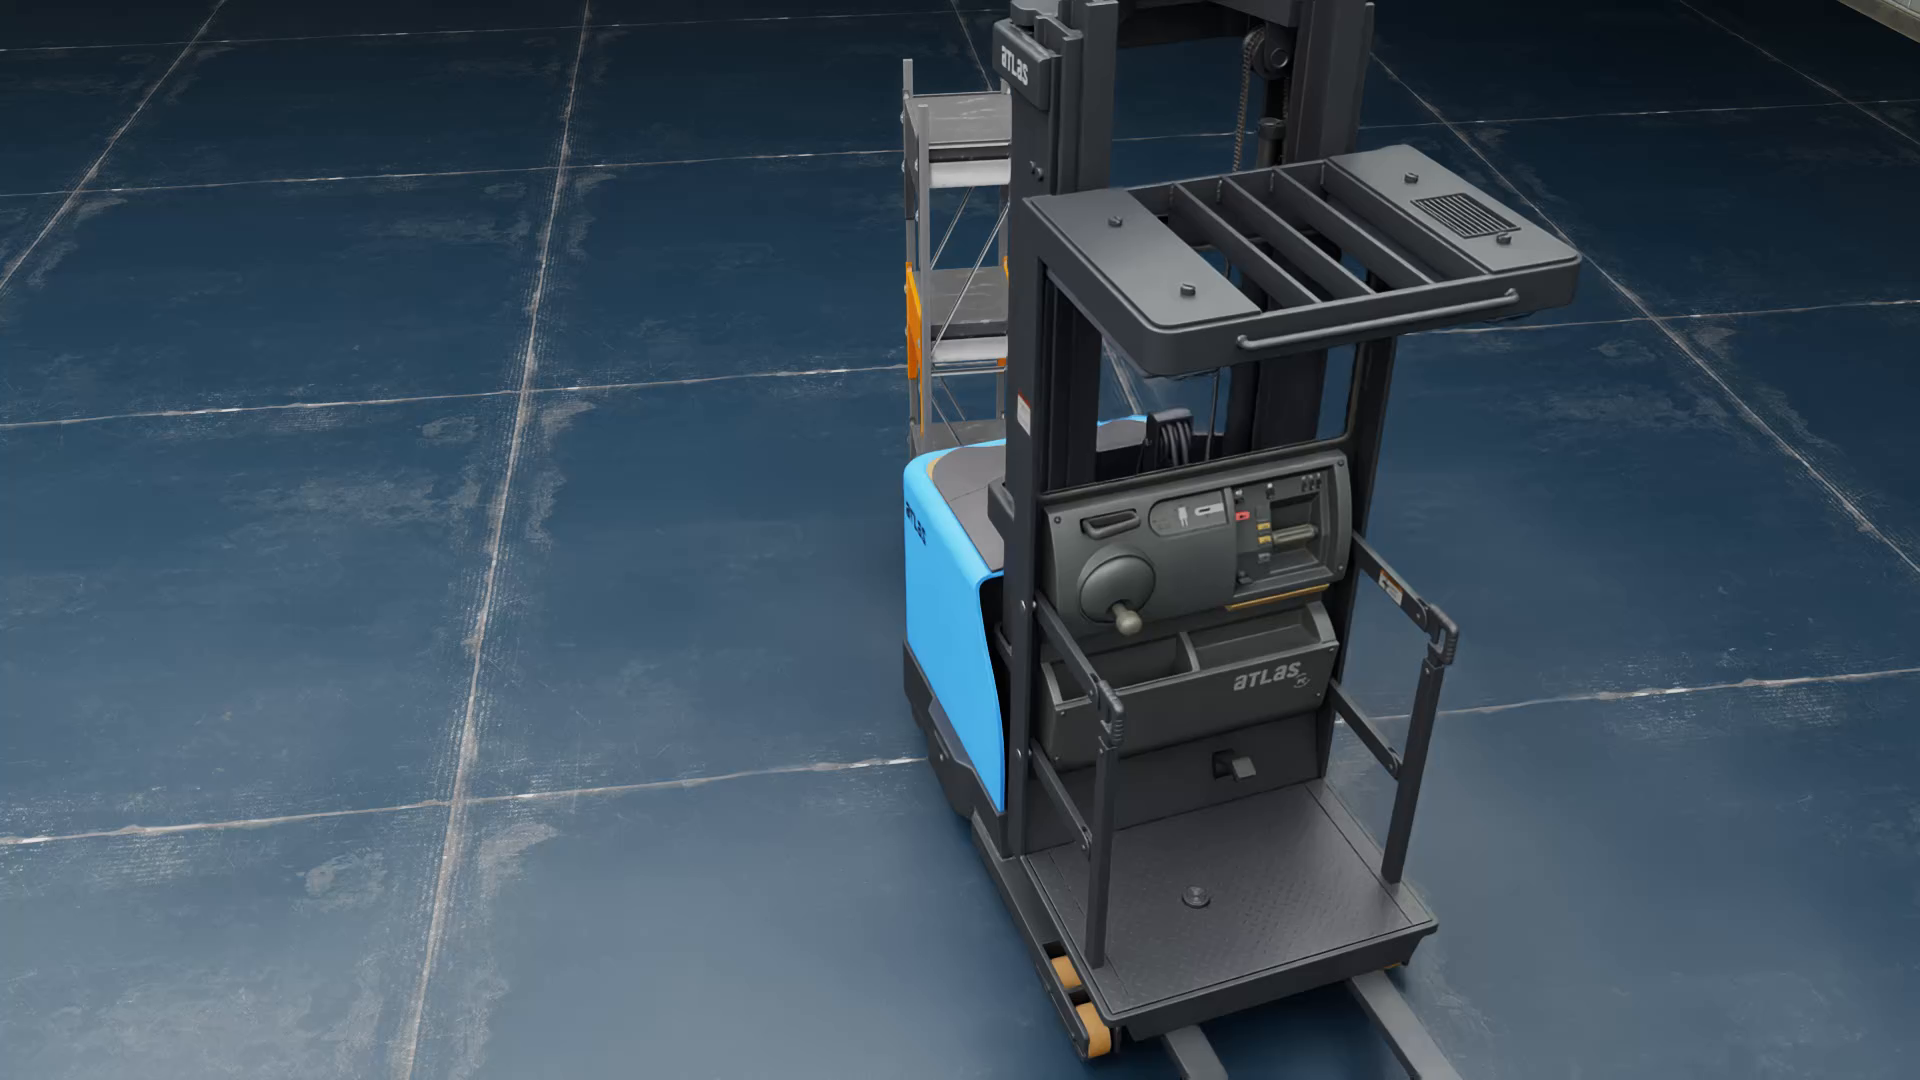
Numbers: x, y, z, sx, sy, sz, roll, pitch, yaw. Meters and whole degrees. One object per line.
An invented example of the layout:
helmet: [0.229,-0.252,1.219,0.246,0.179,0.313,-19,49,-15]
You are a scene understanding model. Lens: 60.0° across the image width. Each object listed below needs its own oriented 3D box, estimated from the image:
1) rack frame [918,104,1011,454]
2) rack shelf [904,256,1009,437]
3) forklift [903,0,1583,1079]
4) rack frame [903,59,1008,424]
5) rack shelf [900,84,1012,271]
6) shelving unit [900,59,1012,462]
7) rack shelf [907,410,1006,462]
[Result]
rack frame: [0.055,-0.639,6.323,0.400,2.100,0.015,-4,35,-6]
rack shelf: [0.022,-0.764,6.531,0.431,0.518,0.480,-4,35,-6]
forklift: [0.763,0.074,4.539,1.130,2.935,3.031,-11,36,-16]
rack frame: [-0.011,-0.911,6.723,0.400,2.100,0.015,-4,35,-6]
rack shelf: [0.022,-1.342,6.137,0.431,0.518,0.480,-4,35,-6]
shelving unit: [0.022,-0.775,6.523,0.431,2.100,0.503,-4,35,-6]
rack shelf: [0.022,-0.186,6.925,0.431,0.518,0.480,-4,35,-6]
